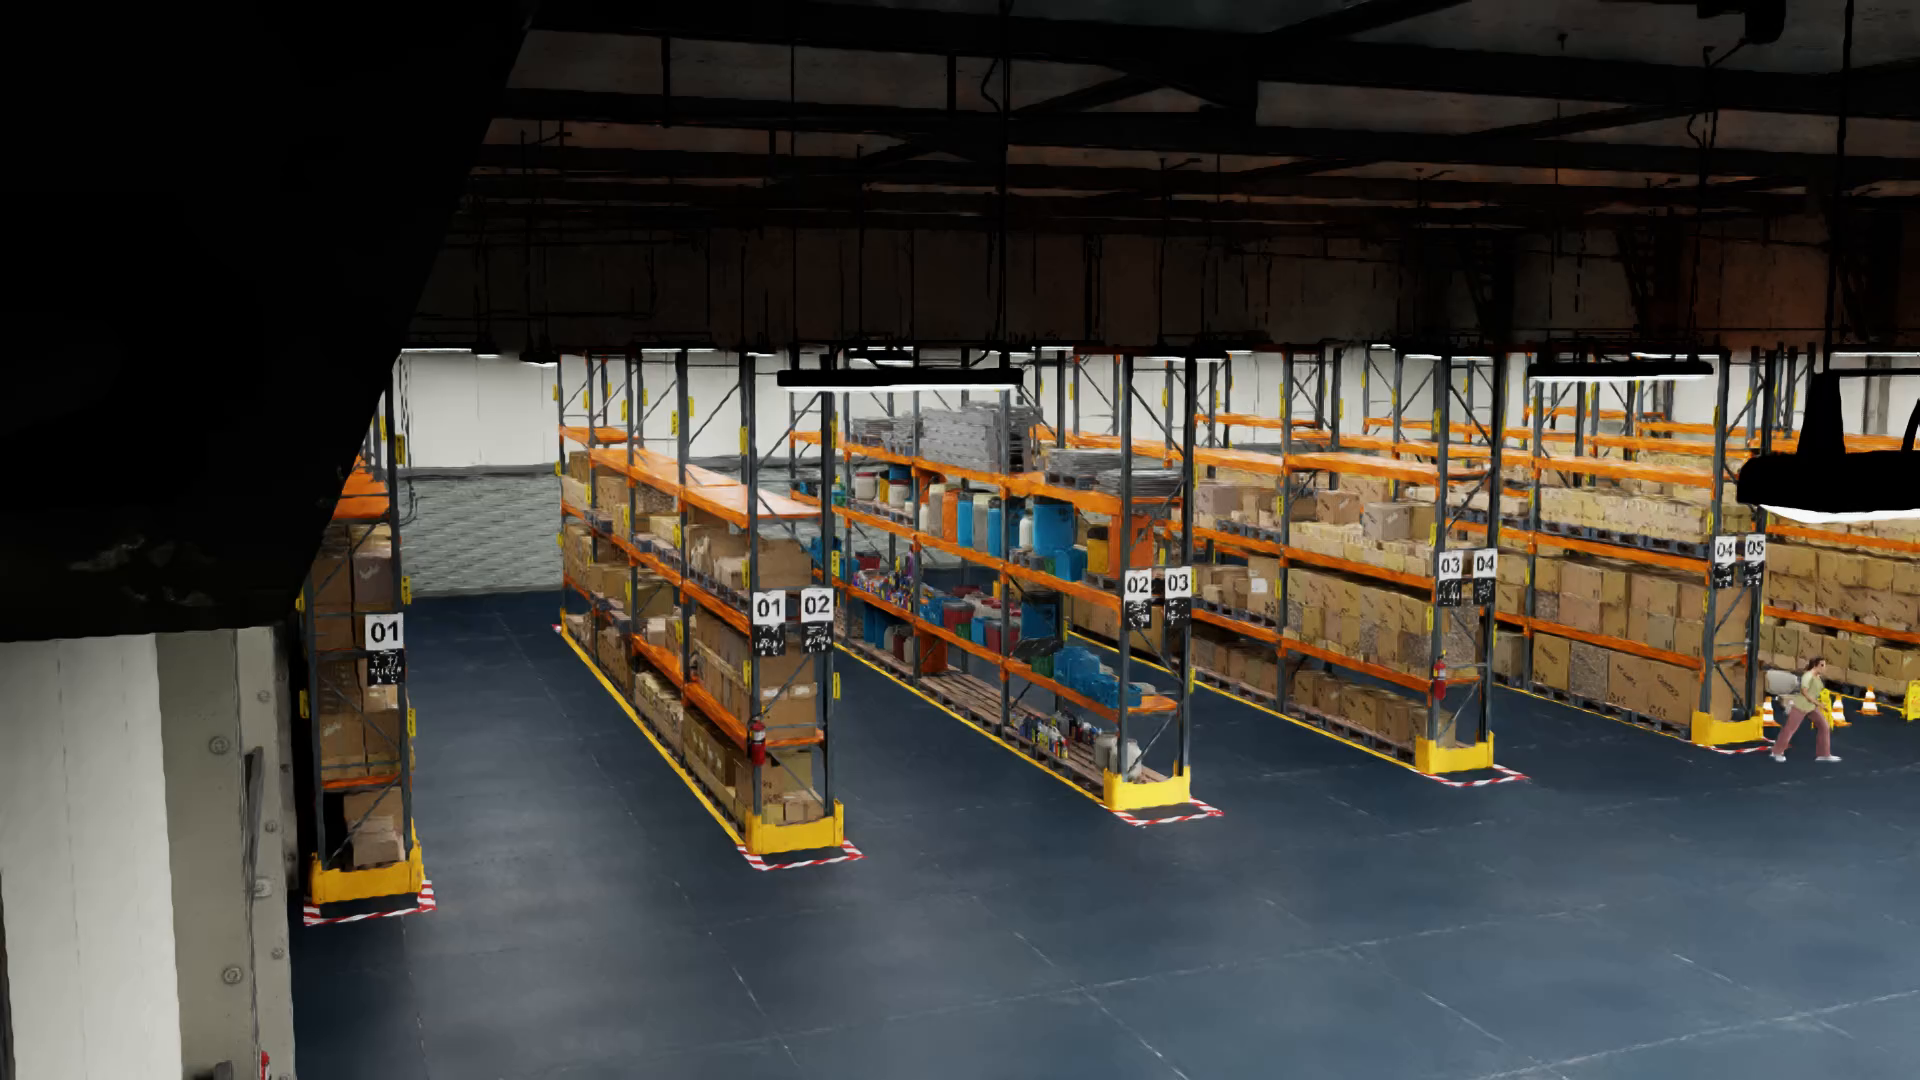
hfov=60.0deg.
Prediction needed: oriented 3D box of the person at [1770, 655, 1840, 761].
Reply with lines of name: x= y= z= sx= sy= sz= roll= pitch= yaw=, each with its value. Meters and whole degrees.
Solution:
person: x=12.360 y=2.448 z=24.299 sx=0.625 sy=1.607 sz=0.808 roll=-6 pitch=9 yaw=-38

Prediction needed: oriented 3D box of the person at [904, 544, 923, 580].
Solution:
person: x=-1.042 y=0.814 z=37.465 sx=0.417 sy=1.525 sz=1.034 roll=-3 pitch=8 yaw=-22
